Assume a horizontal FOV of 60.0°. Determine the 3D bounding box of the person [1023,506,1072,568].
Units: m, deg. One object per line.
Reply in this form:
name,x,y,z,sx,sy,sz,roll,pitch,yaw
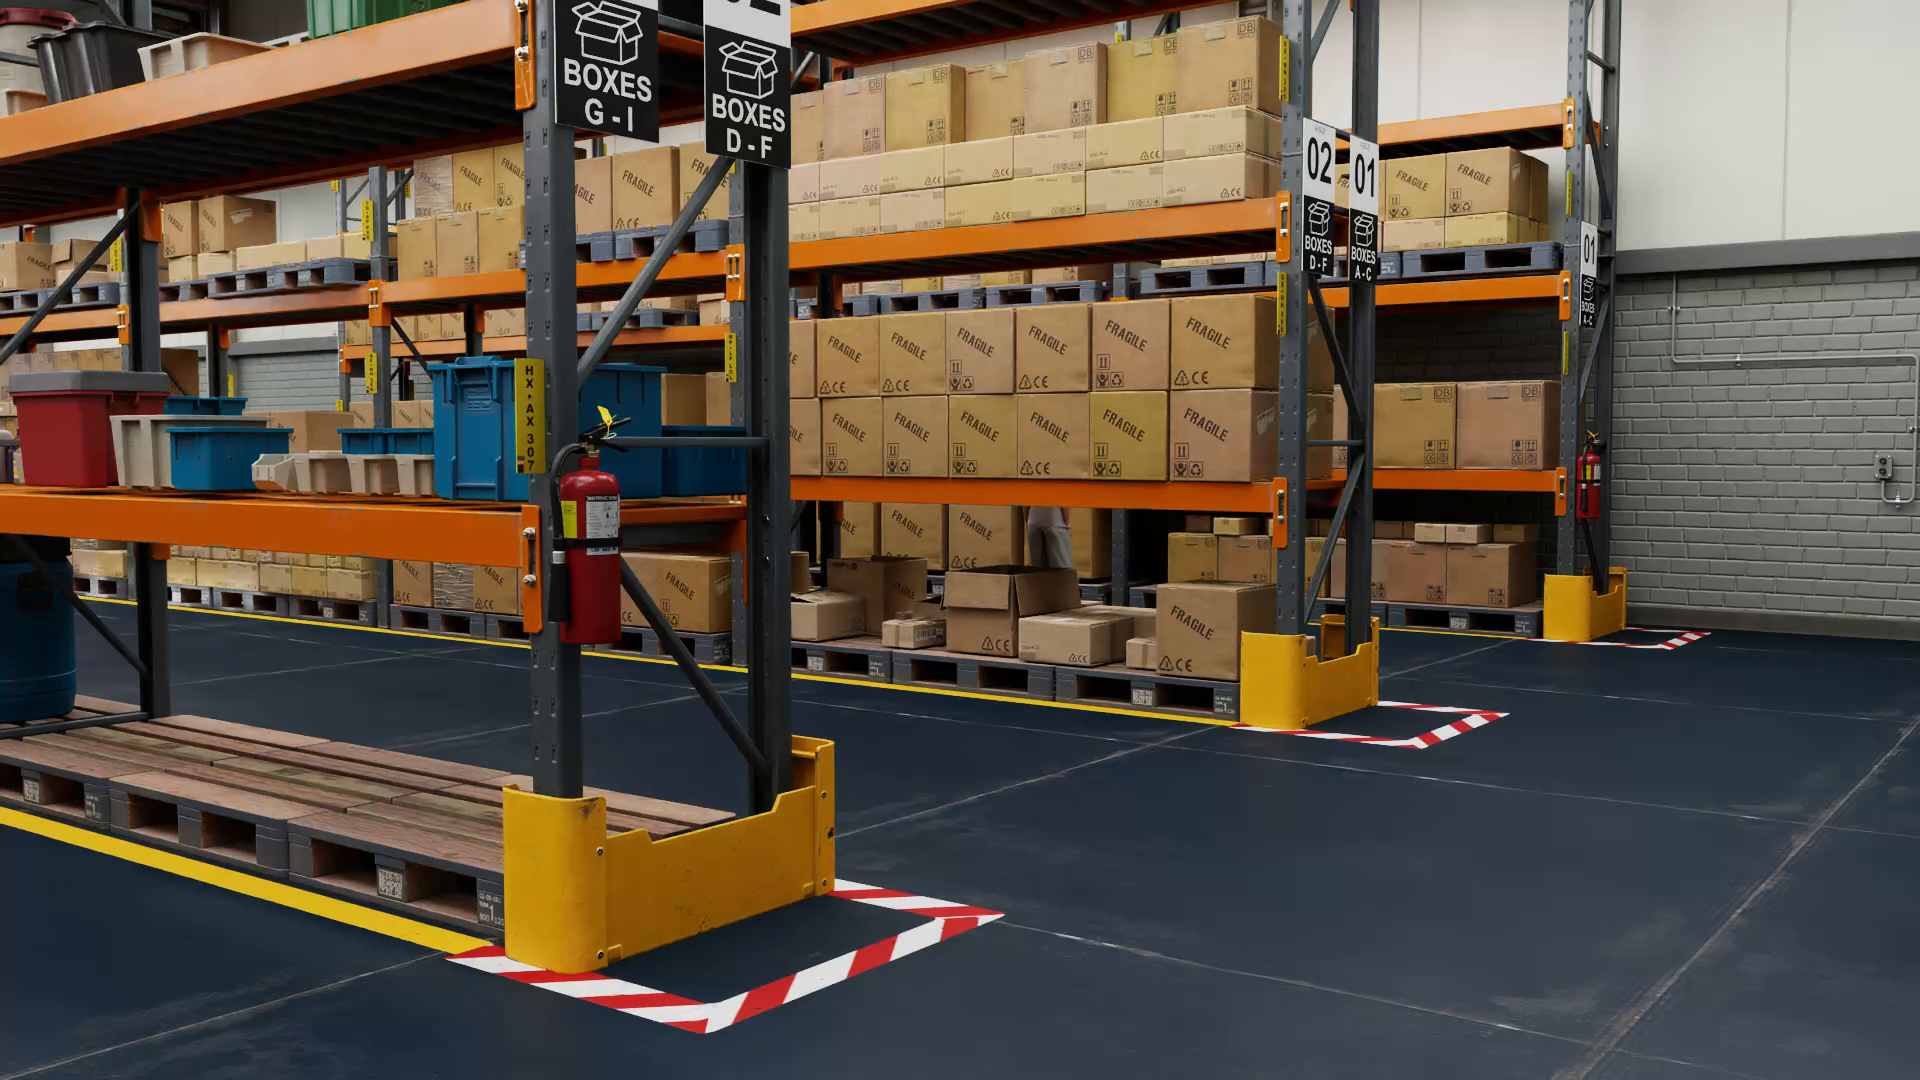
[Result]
person,0.664,-0.061,12.833,0.438,1.681,0.363,2,4,37
